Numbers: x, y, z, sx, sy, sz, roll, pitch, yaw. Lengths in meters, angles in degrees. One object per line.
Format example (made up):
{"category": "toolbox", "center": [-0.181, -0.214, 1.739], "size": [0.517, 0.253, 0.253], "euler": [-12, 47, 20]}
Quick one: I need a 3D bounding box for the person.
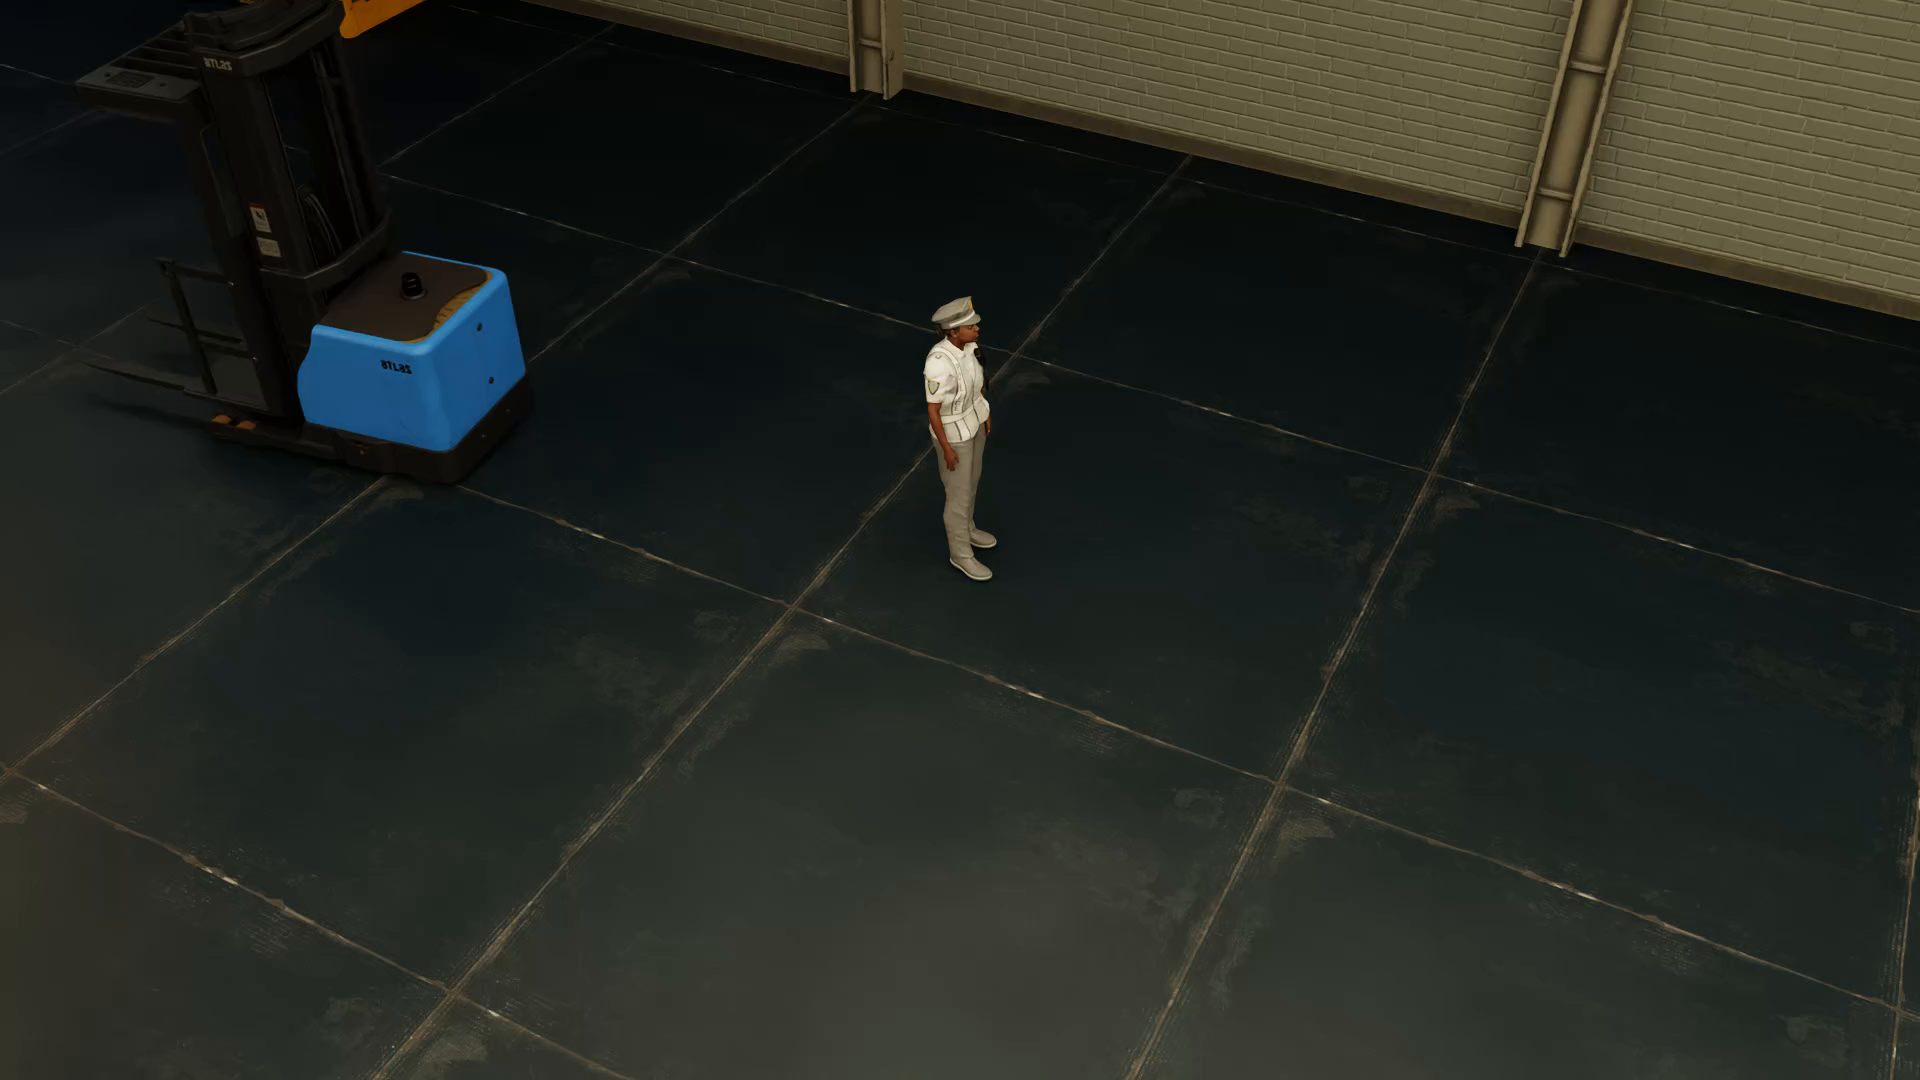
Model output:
{"category": "person", "center": [0.057, -0.620, 9.672], "size": [0.530, 1.694, 0.569], "euler": [18, 43, 21]}

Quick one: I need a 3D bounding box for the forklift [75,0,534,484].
{"category": "forklift", "center": [-4.460, -2.052, 10.422], "size": [3.031, 2.935, 1.130], "euler": [13, 42, 15]}
